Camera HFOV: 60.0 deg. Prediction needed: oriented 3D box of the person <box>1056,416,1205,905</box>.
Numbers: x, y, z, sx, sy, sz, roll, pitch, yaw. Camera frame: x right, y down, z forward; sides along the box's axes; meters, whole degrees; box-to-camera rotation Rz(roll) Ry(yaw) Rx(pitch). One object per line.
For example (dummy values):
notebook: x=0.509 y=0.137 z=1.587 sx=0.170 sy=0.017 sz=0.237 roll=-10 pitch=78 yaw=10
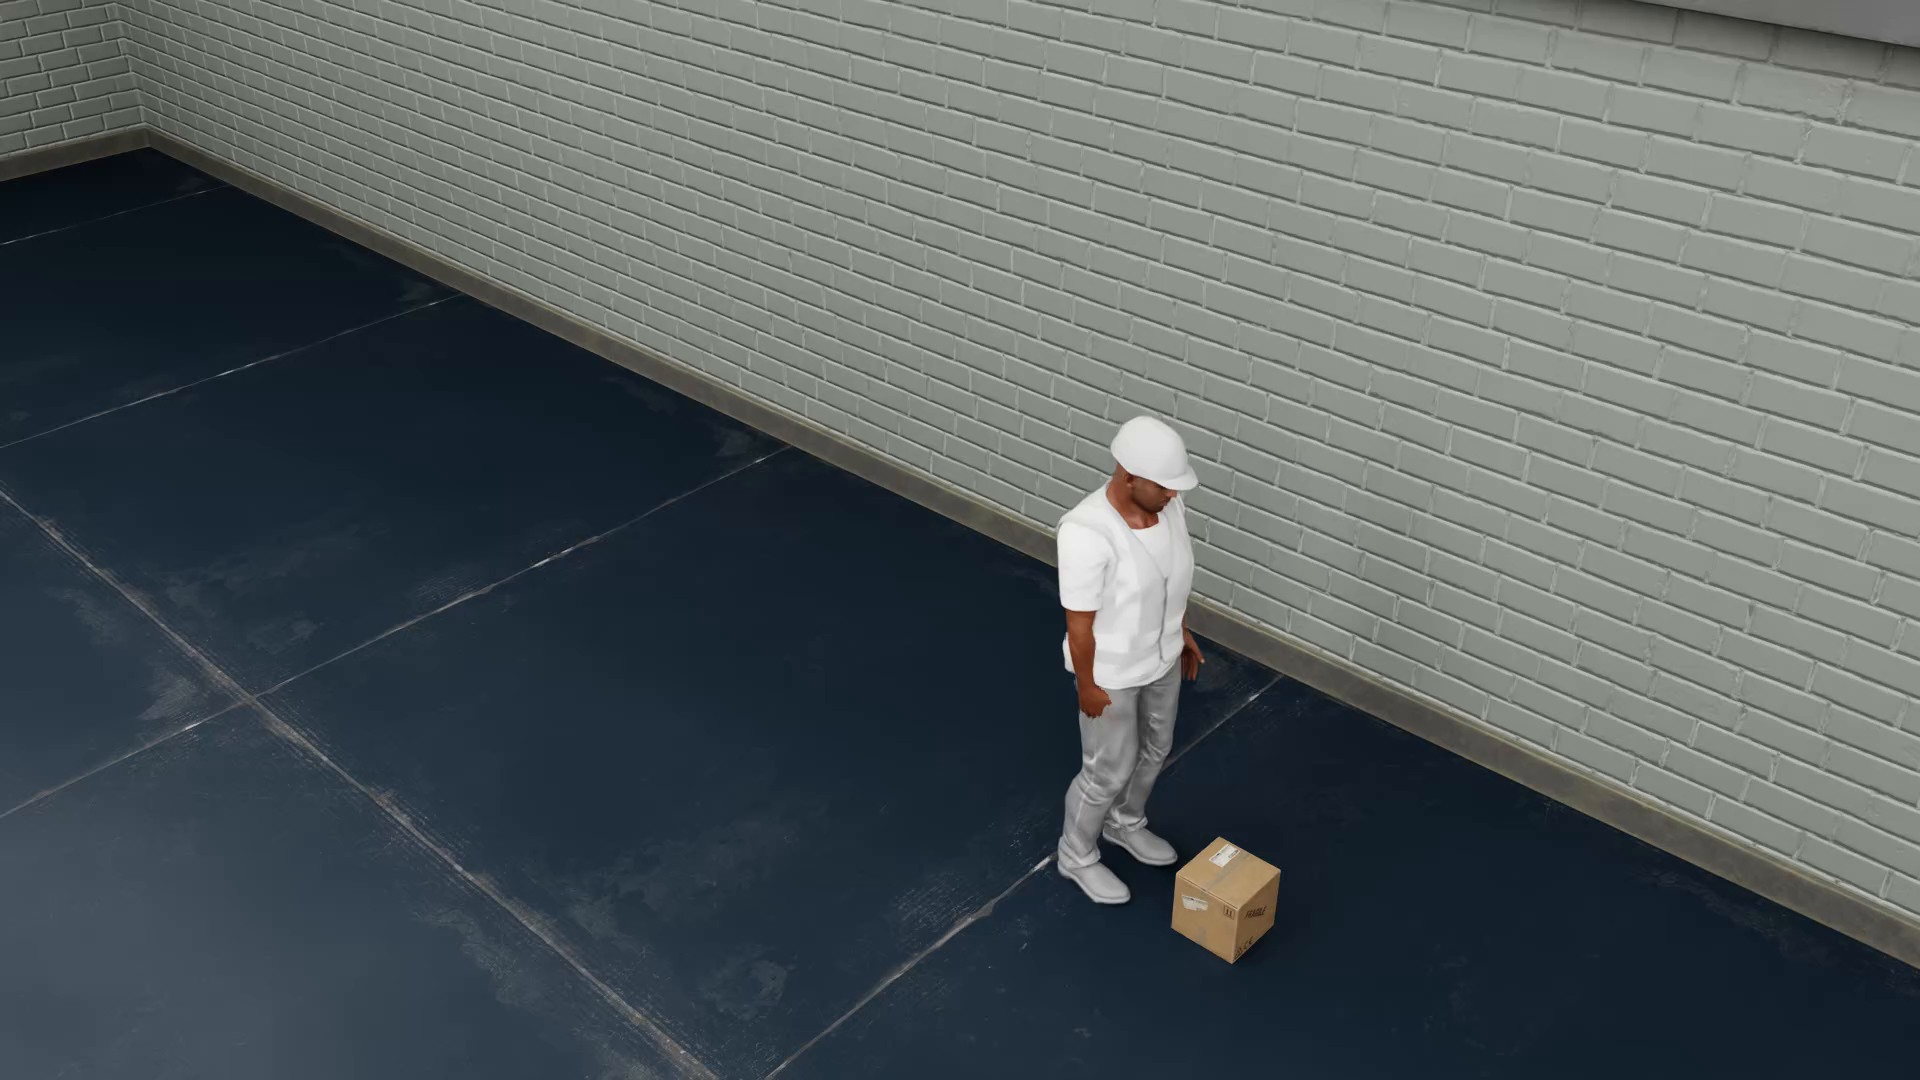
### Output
person: x=0.557 y=0.385 z=5.479 sx=0.368 sy=1.759 sz=0.568 roll=26 pitch=40 yaw=36
